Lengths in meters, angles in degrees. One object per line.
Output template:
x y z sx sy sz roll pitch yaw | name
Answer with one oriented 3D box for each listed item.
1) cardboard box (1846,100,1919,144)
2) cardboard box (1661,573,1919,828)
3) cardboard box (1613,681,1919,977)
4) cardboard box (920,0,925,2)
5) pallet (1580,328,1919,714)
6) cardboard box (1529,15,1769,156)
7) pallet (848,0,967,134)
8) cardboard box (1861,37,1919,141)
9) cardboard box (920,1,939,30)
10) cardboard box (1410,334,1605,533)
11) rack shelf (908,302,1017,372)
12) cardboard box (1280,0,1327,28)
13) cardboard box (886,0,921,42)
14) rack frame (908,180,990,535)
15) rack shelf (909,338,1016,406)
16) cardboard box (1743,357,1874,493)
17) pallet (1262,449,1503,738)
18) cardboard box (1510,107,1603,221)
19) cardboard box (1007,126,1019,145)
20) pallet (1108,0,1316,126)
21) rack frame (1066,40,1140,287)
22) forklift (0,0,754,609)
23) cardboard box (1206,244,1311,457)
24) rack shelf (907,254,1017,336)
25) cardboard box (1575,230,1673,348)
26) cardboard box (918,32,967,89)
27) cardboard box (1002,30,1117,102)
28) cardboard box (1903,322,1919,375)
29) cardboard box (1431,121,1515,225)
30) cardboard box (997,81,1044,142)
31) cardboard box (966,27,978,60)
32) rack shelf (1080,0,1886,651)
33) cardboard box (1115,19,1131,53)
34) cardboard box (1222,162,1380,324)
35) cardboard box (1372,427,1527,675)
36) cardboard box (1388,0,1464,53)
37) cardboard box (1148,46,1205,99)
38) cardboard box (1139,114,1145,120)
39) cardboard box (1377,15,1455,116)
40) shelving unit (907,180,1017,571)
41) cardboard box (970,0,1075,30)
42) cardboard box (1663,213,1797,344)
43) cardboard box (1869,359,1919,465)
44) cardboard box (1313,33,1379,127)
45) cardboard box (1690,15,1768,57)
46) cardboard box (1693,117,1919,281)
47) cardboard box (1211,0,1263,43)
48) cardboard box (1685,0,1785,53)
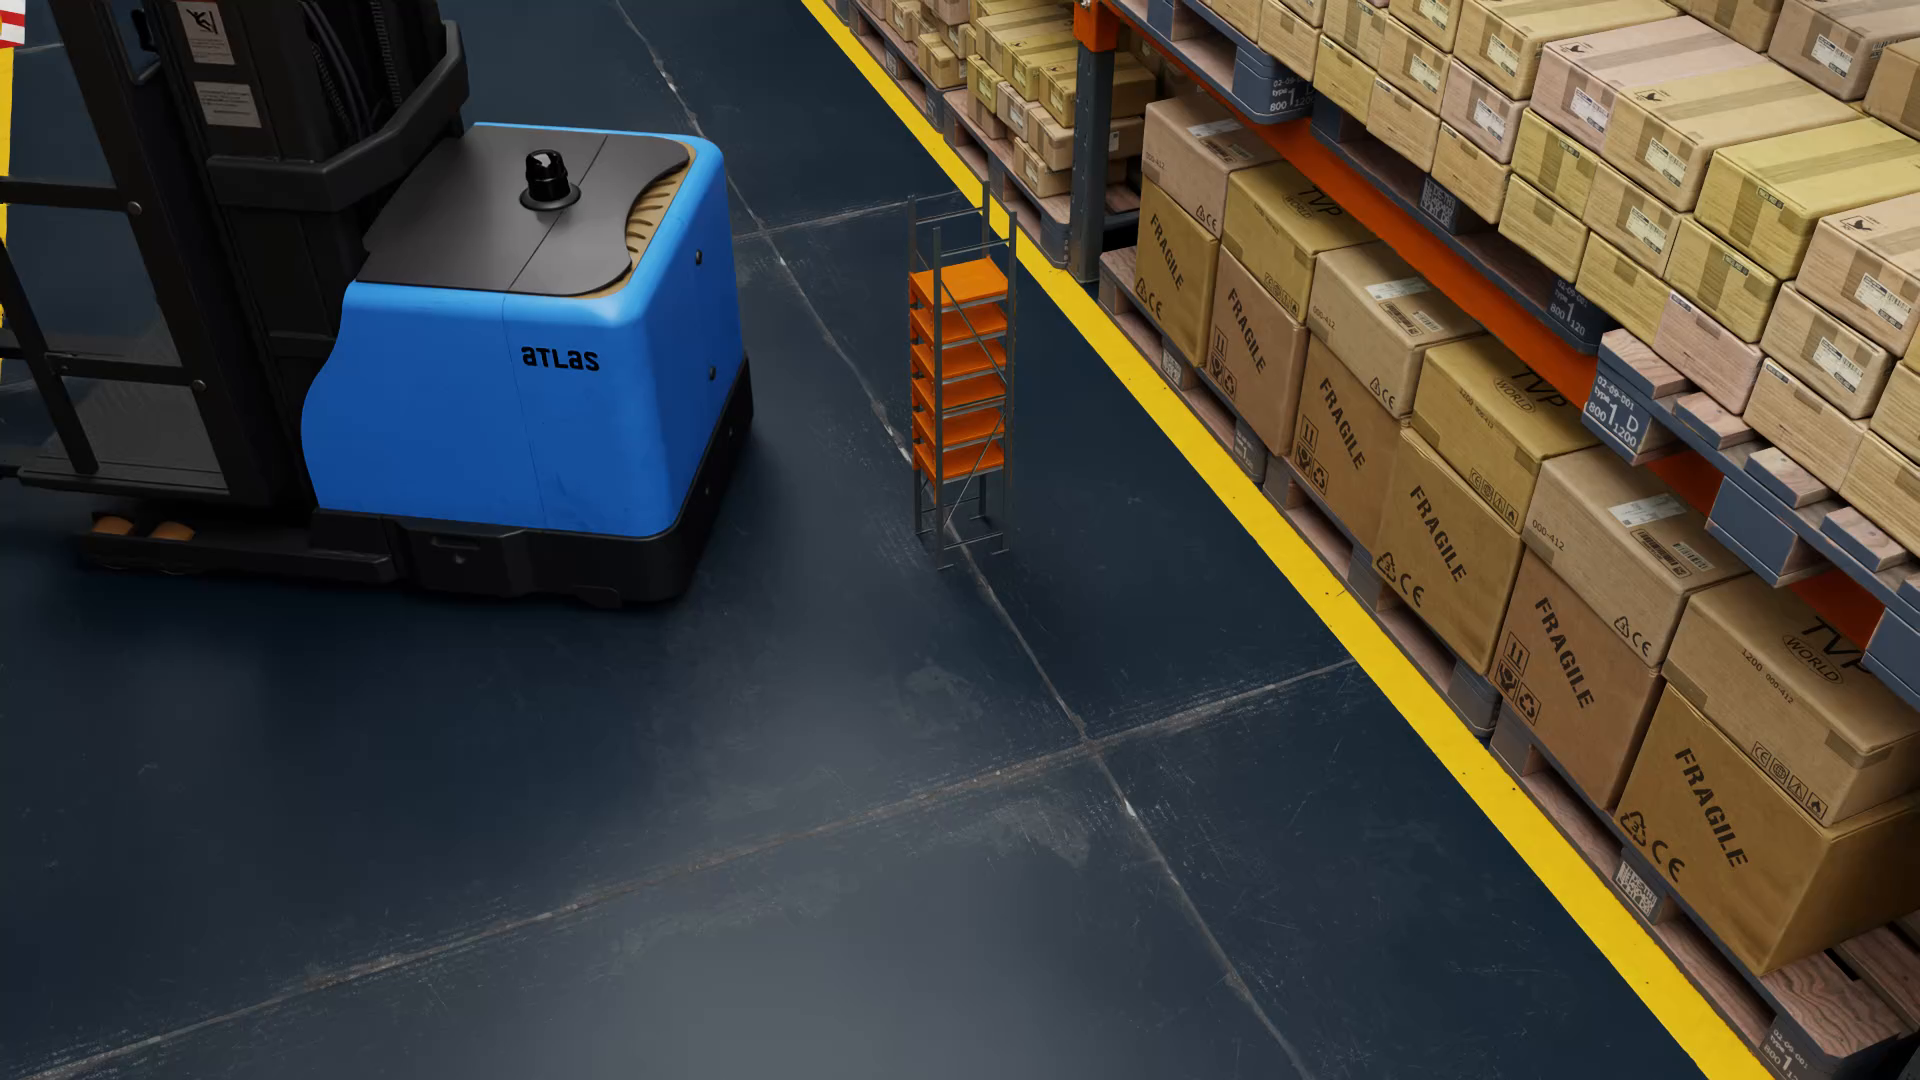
2.123 -0.855 3.586 0.380 0.149 0.250 -15 43 -17 | cardboard box
1.926 0.295 3.626 0.500 0.250 0.500 -16 43 -18 | cardboard box
1.937 0.595 3.853 0.500 0.500 0.500 -15 43 -17 | cardboard box
-0.044 -2.493 7.256 0.380 0.149 0.250 -17 43 -18 | cardboard box
2.059 -0.193 3.320 1.213 0.211 1.003 -15 43 -17 | pallet
1.432 -0.949 3.468 0.380 0.149 0.250 -15 43 -17 | cardboard box
0.139 -2.347 7.817 1.003 0.211 1.213 -15 43 -17 | pallet
2.136 -0.949 3.467 0.380 0.149 0.250 -17 43 -19 | cardboard box
0.047 -2.381 7.355 0.380 0.149 0.250 -17 44 -19 | cardboard box
1.543 -0.317 4.337 0.500 0.250 0.500 -14 43 -16 | cardboard box
0.006 -0.594 4.721 0.258 0.103 0.180 -15 43 -17 | rack shelf
1.031 -1.467 4.298 0.380 0.149 0.250 -13 42 -15 | cardboard box
-0.122 -2.436 7.647 0.380 0.149 0.250 -15 43 -17 | cardboard box
-0.029 -0.501 4.913 0.240 1.200 0.006 -15 43 -17 | rack frame
0.006 -0.504 4.799 0.258 0.103 0.180 -15 43 -17 | rack shelf
1.723 -0.259 3.121 0.380 0.149 0.250 -15 43 -17 | cardboard box
1.669 -0.010 5.100 1.003 0.211 1.213 -15 43 -17 | pallet
1.425 -0.843 3.572 0.380 0.149 0.250 -15 43 -17 | cardboard box
0.413 -1.679 6.766 0.380 0.149 0.250 -14 43 -16 | cardboard box
1.058 -1.703 5.077 1.003 0.211 1.213 -15 43 -17 | pallet
0.900 -2.272 5.592 1.000 3.000 0.127 -15 43 -17 | rack frame
-2.258 -1.338 4.558 3.031 2.935 1.130 5 41 6 | forklift
1.141 -0.654 5.305 0.500 0.500 0.500 -13 42 -15 | cardboard box
0.006 -0.685 4.643 0.258 0.103 0.180 -15 43 -17 | rack shelf
1.533 -0.565 3.477 0.380 0.149 0.250 -16 43 -17 | cardboard box
0.039 -2.125 7.285 0.380 0.149 0.250 -15 43 -17 | cardboard box
0.389 -1.869 6.532 0.380 0.149 0.250 -15 43 -16 | cardboard box
1.819 -0.333 2.751 0.380 0.149 0.250 -17 43 -19 | cardboard box
1.331 -0.883 3.847 0.380 0.149 0.250 -14 43 -16 | cardboard box
0.370 -1.734 6.602 0.380 0.149 0.250 -17 44 -19 | cardboard box
0.246 -2.066 6.988 0.380 0.149 0.250 -15 43 -16 | cardboard box
1.665 -0.795 4.425 1.077 0.370 4.000 -15 43 -17 | rack shelf
0.766 -2.156 6.865 0.380 0.149 0.250 -16 43 -17 | cardboard box
1.144 -0.937 5.059 0.500 0.250 0.500 -14 43 -16 | cardboard box
1.524 -0.033 4.583 0.500 0.500 0.500 -17 44 -19 | cardboard box
1.227 -1.269 3.840 0.380 0.149 0.250 -14 43 -16 | cardboard box
0.959 -1.835 6.492 0.380 0.149 0.250 -13 42 -15 | cardboard box
0.955 -1.810 6.919 0.380 0.149 0.250 -14 43 -16 | cardboard box
1.226 -1.155 3.935 0.380 0.149 0.250 -16 43 -18 | cardboard box
0.006 -0.446 4.849 0.258 1.200 0.189 -15 43 -17 | shelving unit
0.259 -2.193 6.908 0.380 0.149 0.250 -14 43 -15 | cardboard box
1.614 -0.542 3.222 0.380 0.149 0.250 -14 43 -16 | cardboard box
1.820 -0.223 2.852 0.380 0.149 0.250 -14 43 -16 | cardboard box
1.130 -1.199 4.214 0.380 0.149 0.250 -16 43 -18 | cardboard box
1.937 -1.156 3.936 0.380 0.149 0.250 -15 43 -17 | cardboard box
1.625 -0.643 3.111 0.380 0.149 0.250 -14 43 -16 | cardboard box
0.924 -1.515 4.582 0.380 0.149 0.250 -15 43 -16 | cardboard box
1.928 -1.270 3.841 0.380 0.149 0.250 -14 43 -16 | cardboard box
